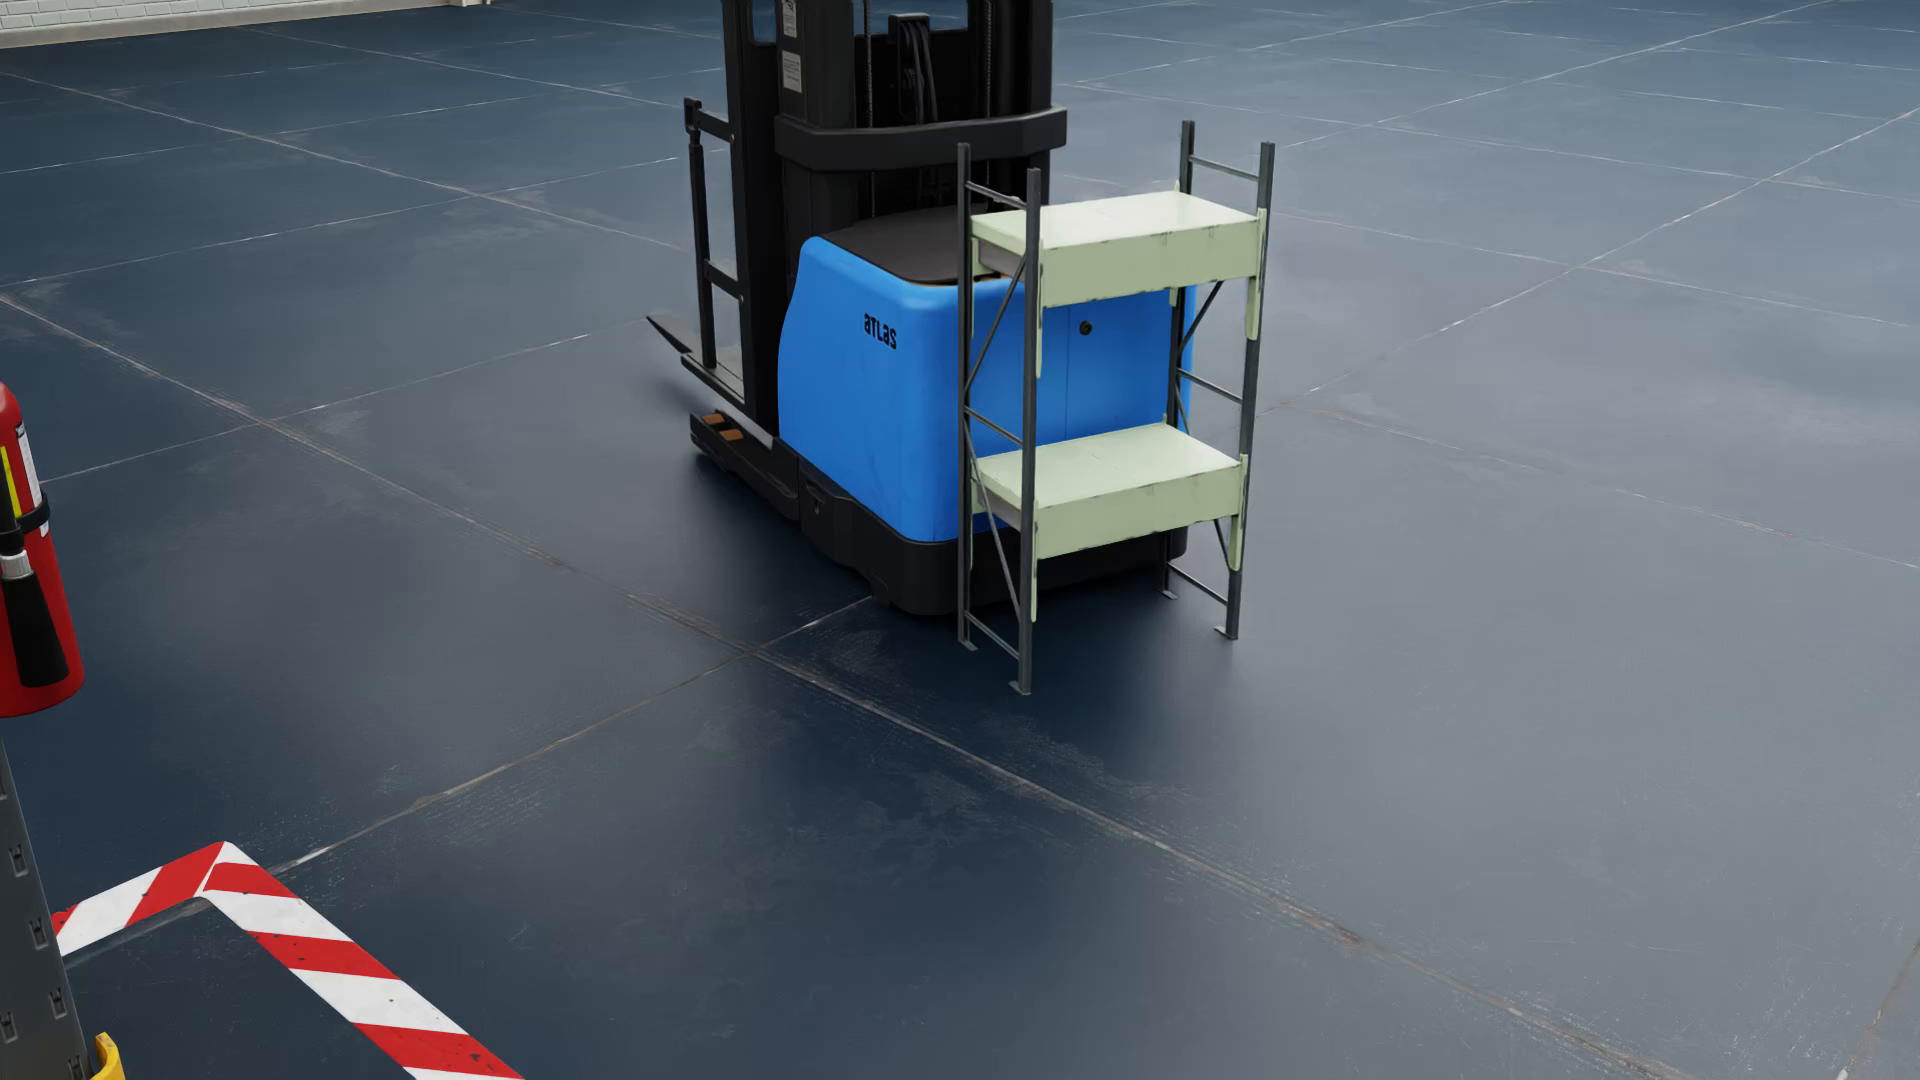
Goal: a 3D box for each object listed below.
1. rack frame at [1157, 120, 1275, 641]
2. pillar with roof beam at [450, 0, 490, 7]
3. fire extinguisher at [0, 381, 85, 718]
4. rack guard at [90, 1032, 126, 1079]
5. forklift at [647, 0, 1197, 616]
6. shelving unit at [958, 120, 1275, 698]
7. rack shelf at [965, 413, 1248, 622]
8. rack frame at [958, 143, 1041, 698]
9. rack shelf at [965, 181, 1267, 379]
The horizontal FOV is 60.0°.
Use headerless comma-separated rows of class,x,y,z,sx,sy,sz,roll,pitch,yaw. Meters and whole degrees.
rack frame,0.742,-0.451,4.922,0.023,1.500,0.400,-12,27,-26
pillar with roof beam,-2.822,-9.517,15.977,9.100,9.000,0.400,20,31,38
fire extinguisher,-1.403,-0.079,2.354,0.296,0.674,0.183,20,31,38
rack guard,-1.873,0.959,3.001,1.175,0.500,0.348,20,31,38
forklift,-0.393,-1.671,5.895,1.130,2.935,3.031,-12,27,-26
shelving unit,0.420,-0.379,4.763,0.755,1.500,0.431,-12,27,-26
rack shelf,0.420,-0.082,4.896,0.720,0.370,0.431,-12,27,-26
rack frame,0.098,-0.308,4.604,0.023,1.500,0.400,-12,27,-26
rack shelf,0.420,-0.735,4.603,0.720,0.370,0.431,-12,27,-26
